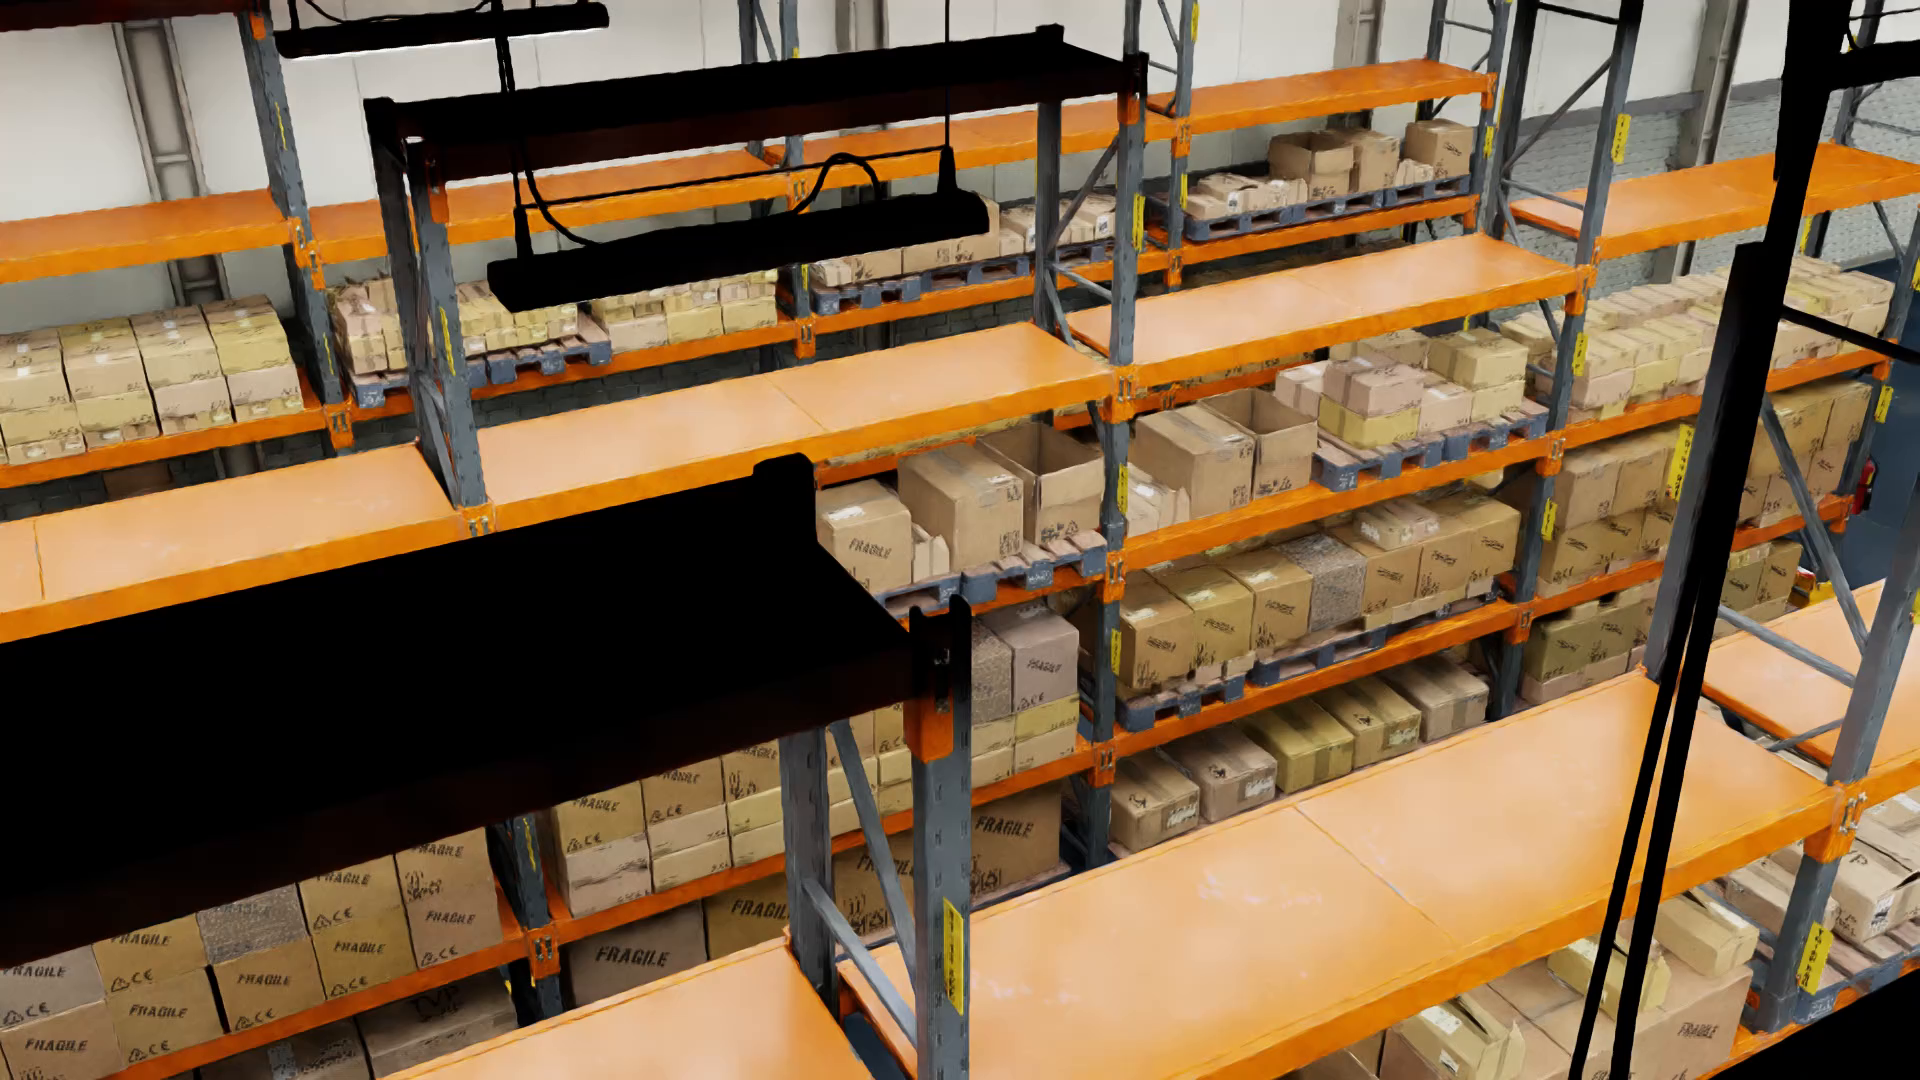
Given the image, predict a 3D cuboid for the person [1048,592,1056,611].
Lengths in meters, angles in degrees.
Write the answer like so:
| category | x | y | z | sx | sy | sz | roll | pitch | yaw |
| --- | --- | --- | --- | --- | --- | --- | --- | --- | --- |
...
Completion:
| category | x | y | z | sx | sy | sz | roll | pitch | yaw |
| --- | --- | --- | --- | --- | --- | --- | --- | --- | --- |
| person | 0.990 | 0.043 | 15.042 | 0.652 | 1.723 | 0.584 | -1 | 28 | -1 |
